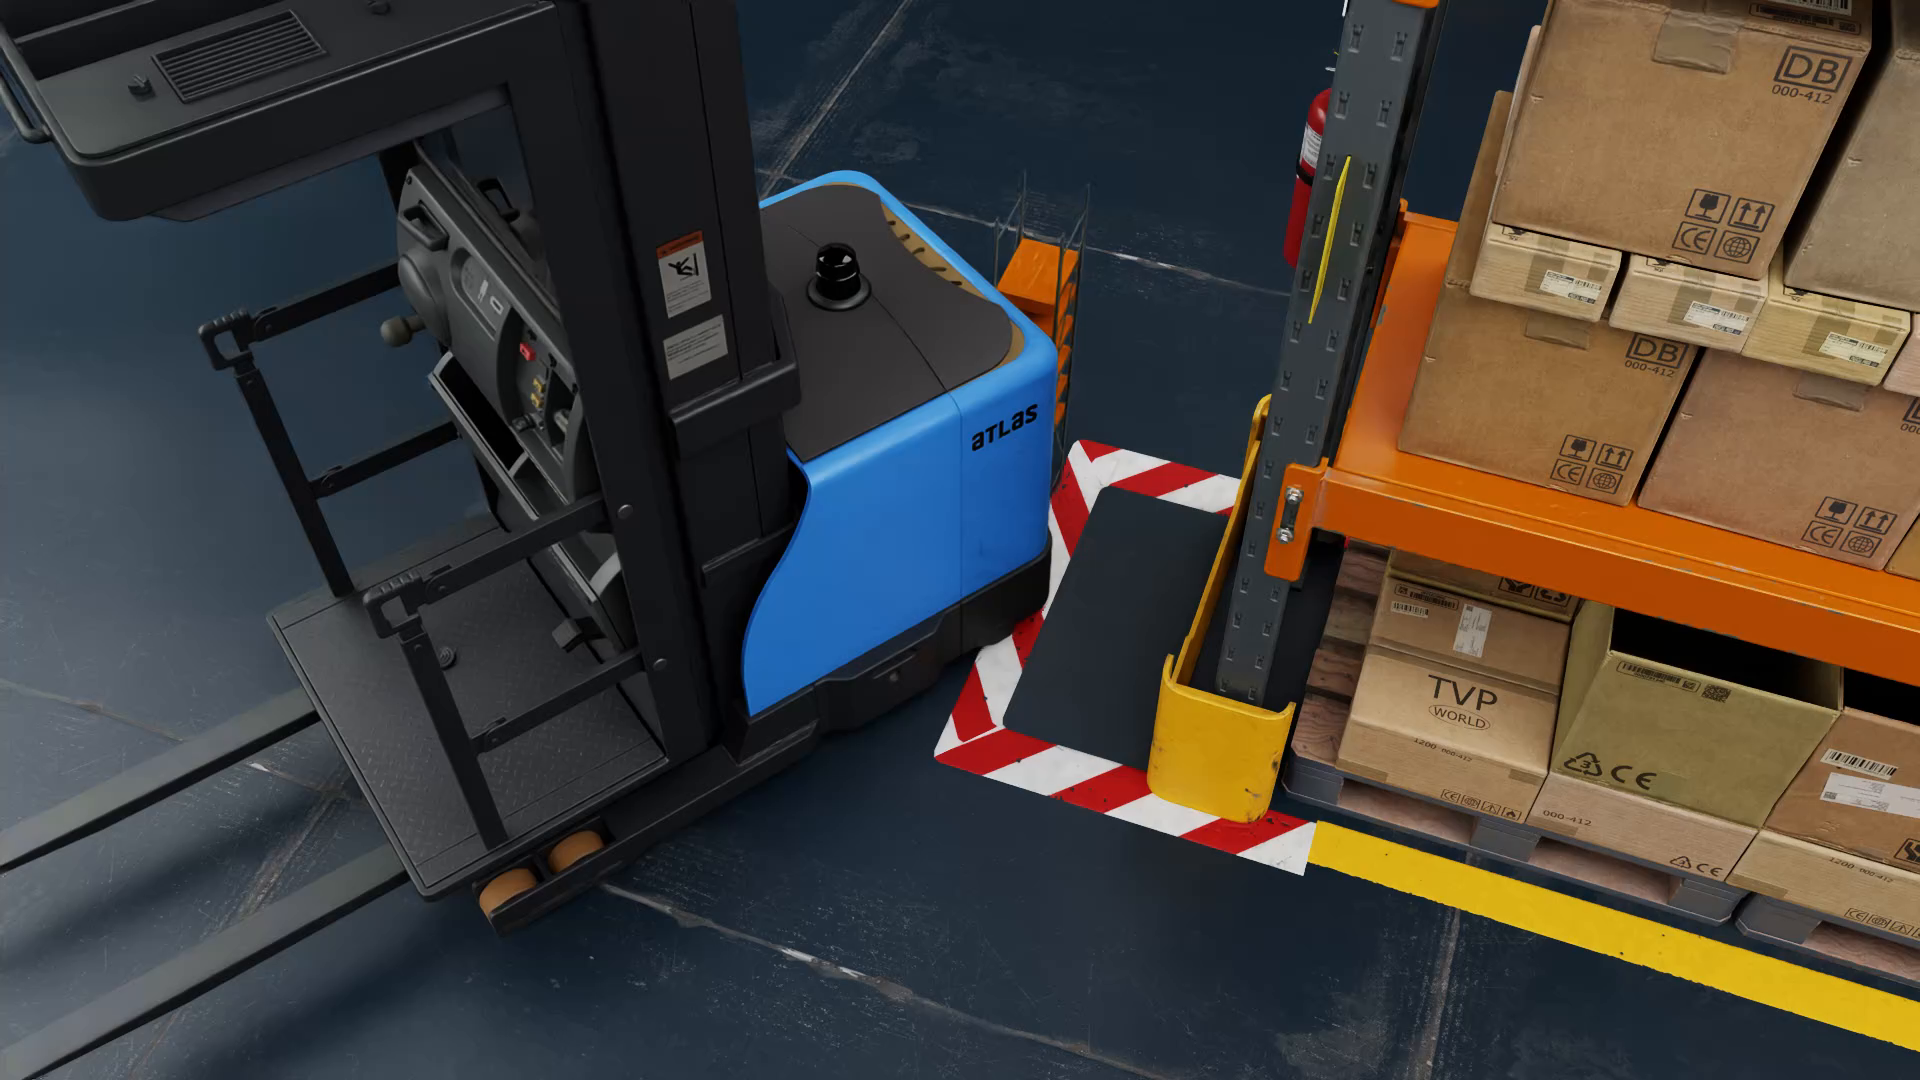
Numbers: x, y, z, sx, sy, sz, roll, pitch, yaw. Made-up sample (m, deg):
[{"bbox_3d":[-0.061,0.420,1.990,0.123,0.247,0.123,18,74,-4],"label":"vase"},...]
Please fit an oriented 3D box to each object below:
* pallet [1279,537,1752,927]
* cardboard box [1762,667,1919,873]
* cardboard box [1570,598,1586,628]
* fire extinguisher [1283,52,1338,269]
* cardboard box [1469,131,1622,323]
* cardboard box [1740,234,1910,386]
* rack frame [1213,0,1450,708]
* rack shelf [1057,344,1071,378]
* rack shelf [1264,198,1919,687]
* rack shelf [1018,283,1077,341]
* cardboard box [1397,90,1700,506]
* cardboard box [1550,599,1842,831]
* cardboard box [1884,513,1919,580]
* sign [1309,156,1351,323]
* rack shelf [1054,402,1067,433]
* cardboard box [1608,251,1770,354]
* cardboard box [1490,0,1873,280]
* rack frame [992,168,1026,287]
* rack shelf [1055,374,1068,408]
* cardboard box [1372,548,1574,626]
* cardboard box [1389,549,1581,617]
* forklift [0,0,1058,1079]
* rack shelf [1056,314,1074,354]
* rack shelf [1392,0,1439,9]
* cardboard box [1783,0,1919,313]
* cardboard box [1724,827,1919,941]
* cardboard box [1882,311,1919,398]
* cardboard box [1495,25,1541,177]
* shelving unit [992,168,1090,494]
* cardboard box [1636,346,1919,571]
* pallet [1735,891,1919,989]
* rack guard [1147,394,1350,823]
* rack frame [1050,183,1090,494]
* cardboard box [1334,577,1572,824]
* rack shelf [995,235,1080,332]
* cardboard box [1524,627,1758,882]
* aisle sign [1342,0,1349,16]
[{"bbox_3d":[1.623,0.442,4.727,1.213,0.211,1.003,16,51,13],"label":"pallet"},{"bbox_3d":[2.260,0.425,3.942,0.500,0.500,0.500,16,51,13],"label":"cardboard box"},{"bbox_3d":[1.970,0.175,4.655,0.500,0.250,0.500,16,51,13],"label":"cardboard box"},{"bbox_3d":[0.941,-0.976,4.162,0.183,0.674,0.296,16,51,13],"label":"fire extinguisher"},{"bbox_3d":[1.185,-0.631,3.317,0.250,0.149,0.380,15,51,13],"label":"cardboard box"},{"bbox_3d":[1.667,-0.498,3.201,0.250,0.149,0.380,16,51,13],"label":"cardboard box"},{"bbox_3d":[0.891,-0.641,3.821,0.127,3.000,1.000,16,51,13],"label":"rack frame"},{"bbox_3d":[0.210,-0.486,4.933,0.180,0.103,0.258,16,51,12],"label":"rack shelf"},{"bbox_3d":[2.767,0.118,3.639,4.000,0.370,1.077,16,51,13],"label":"rack shelf"},{"bbox_3d":[0.215,-0.642,4.751,0.180,0.103,0.258,16,51,12],"label":"rack shelf"},{"bbox_3d":[1.325,-0.543,3.669,0.500,0.500,0.700,16,51,13],"label":"cardboard box"},{"bbox_3d":[1.787,0.304,4.047,0.500,0.500,0.500,16,51,13],"label":"cardboard box"},{"bbox_3d":[2.283,-0.275,3.437,0.500,0.500,0.700,16,51,13],"label":"cardboard box"},{"bbox_3d":[0.693,-0.559,3.124,0.005,0.325,0.100,16,51,13],"label":"sign"},{"bbox_3d":[0.205,-0.330,5.116,0.180,0.103,0.258,16,51,12],"label":"rack shelf"},{"bbox_3d":[1.433,-0.564,3.258,0.250,0.149,0.380,14,51,12],"label":"cardboard box"},{"bbox_3d":[1.374,-0.954,3.167,0.500,0.500,0.700,16,51,13],"label":"cardboard box"},{"bbox_3d":[0.125,-0.540,4.919,0.006,1.200,0.240,16,51,12],"label":"rack frame"},{"bbox_3d":[0.208,-0.408,5.025,0.180,0.103,0.258,16,51,12],"label":"rack shelf"},{"bbox_3d":[1.497,0.052,4.761,0.500,0.250,0.500,16,51,13],"label":"cardboard box"},{"bbox_3d":[1.497,-0.195,4.479,0.500,0.500,0.500,16,51,13],"label":"cardboard box"},{"bbox_3d":[-1.225,-0.399,3.656,3.031,2.935,1.130,-28,55,-22],"label":"forklift"},{"bbox_3d":[0.212,-0.564,4.842,0.180,0.103,0.258,16,51,12],"label":"rack shelf"},{"bbox_3d":[2.767,-0.865,2.505,4.000,0.370,1.077,16,51,13],"label":"rack shelf"},{"bbox_3d":[1.869,-0.820,3.051,0.500,0.500,0.700,14,51,12],"label":"cardboard box"},{"bbox_3d":[2.256,0.679,4.218,0.500,0.250,0.500,16,51,13],"label":"cardboard box"},{"bbox_3d":[1.903,-0.430,3.142,0.250,0.149,0.380,15,51,13],"label":"cardboard box"},{"bbox_3d":[1.316,-0.922,3.568,0.250,0.149,0.380,15,51,13],"label":"cardboard box"},{"bbox_3d":[0.211,-0.515,4.900,0.189,1.200,0.258,16,51,12],"label":"shelving unit"},{"bbox_3d":[1.819,-0.409,3.553,0.500,0.500,0.700,17,51,14],"label":"cardboard box"},{"bbox_3d":[2.764,0.763,4.449,1.213,0.211,1.003,16,51,13],"label":"pallet"},{"bbox_3d":[0.869,0.171,4.771,0.348,0.500,1.175,16,51,13],"label":"rack guard"},{"bbox_3d":[0.297,-0.490,4.880,0.006,1.200,0.240,16,51,12],"label":"rack frame"},{"bbox_3d":[1.317,0.420,4.443,0.500,0.250,0.500,16,51,13],"label":"cardboard box"},{"bbox_3d":[0.217,-0.720,4.660,0.180,0.103,0.258,16,51,12],"label":"rack shelf"},{"bbox_3d":[1.787,0.548,4.332,0.500,0.250,0.500,16,51,13],"label":"cardboard box"},{"bbox_3d":[0.723,-1.293,2.665,0.004,0.787,0.394,16,51,13],"label":"aisle sign"}]
